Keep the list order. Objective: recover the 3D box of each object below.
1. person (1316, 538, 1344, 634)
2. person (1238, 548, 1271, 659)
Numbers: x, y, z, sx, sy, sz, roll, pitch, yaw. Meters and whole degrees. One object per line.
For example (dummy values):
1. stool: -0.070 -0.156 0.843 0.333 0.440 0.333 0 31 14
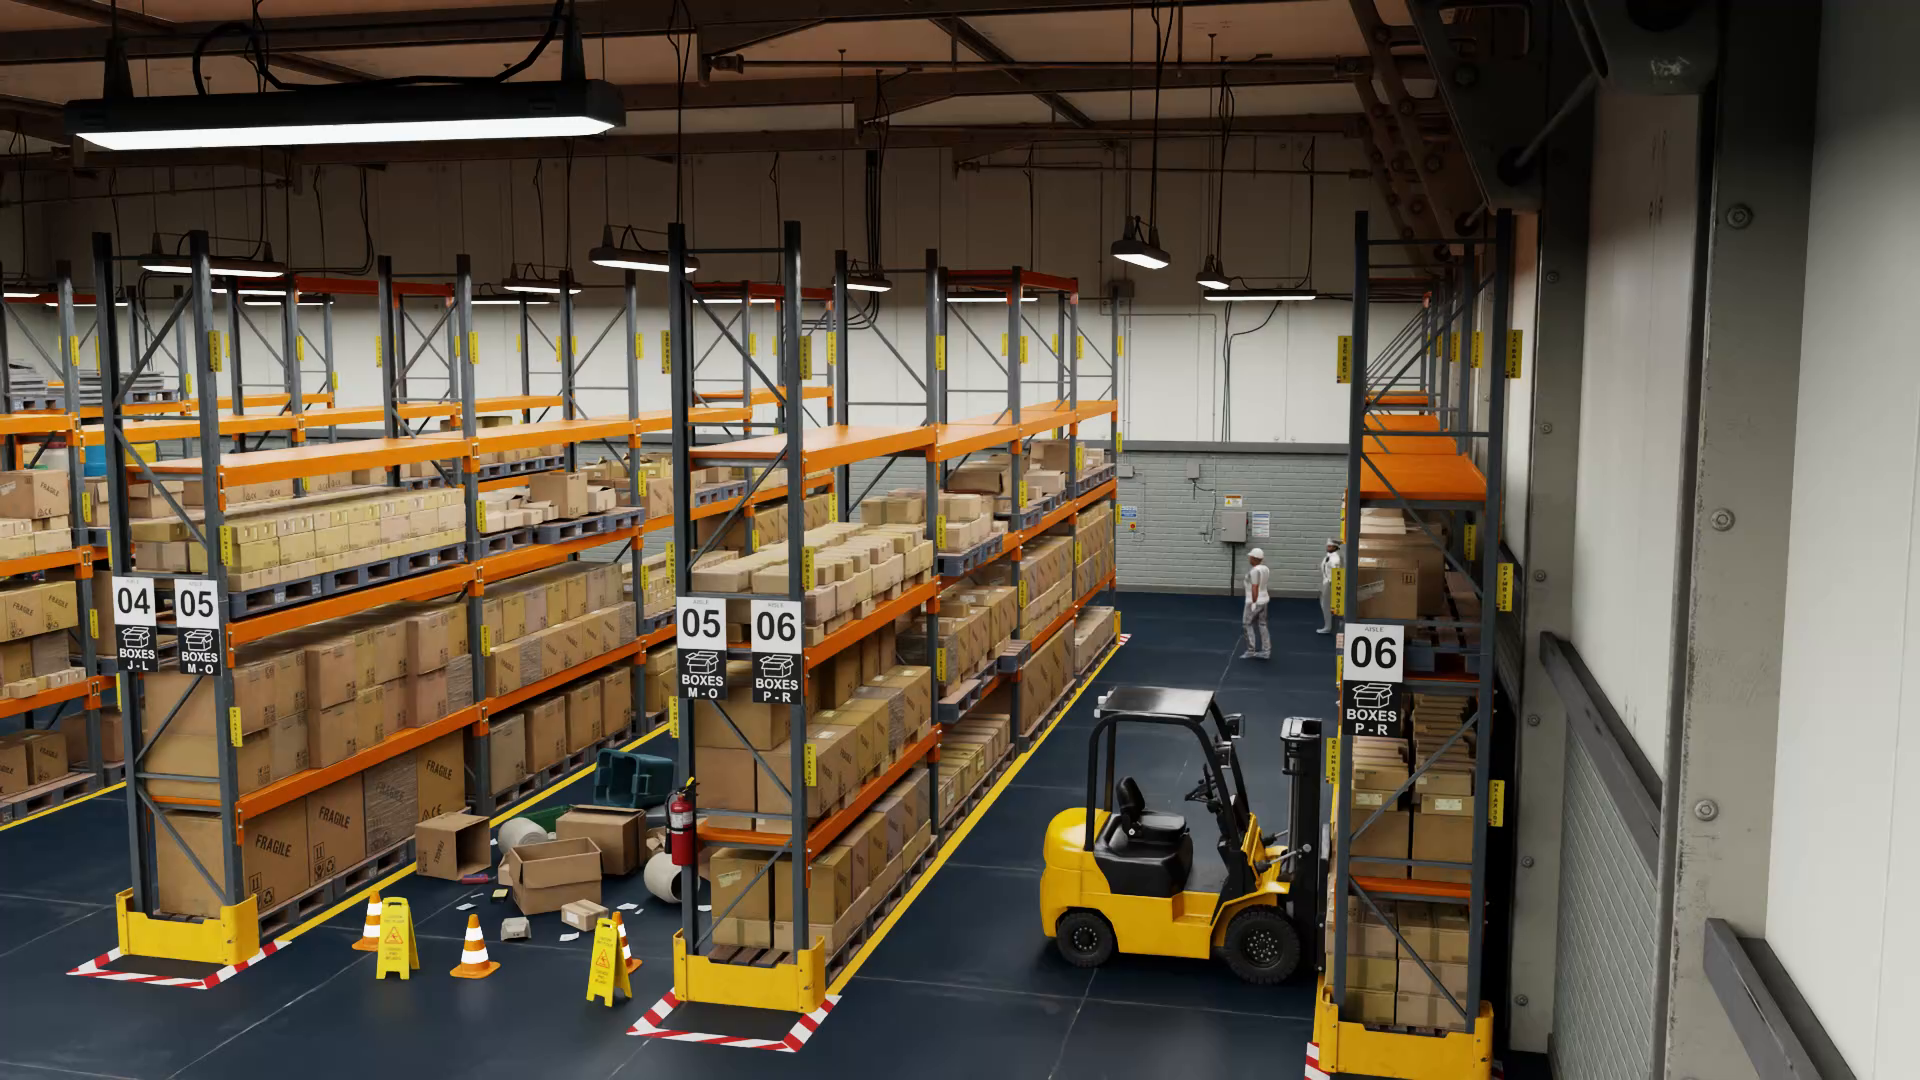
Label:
1. person: 6.508 0.786 28.959 0.561 1.674 0.467 1 7 8
2. person: 4.777 1.042 26.773 0.541 1.832 0.616 6 9 39
